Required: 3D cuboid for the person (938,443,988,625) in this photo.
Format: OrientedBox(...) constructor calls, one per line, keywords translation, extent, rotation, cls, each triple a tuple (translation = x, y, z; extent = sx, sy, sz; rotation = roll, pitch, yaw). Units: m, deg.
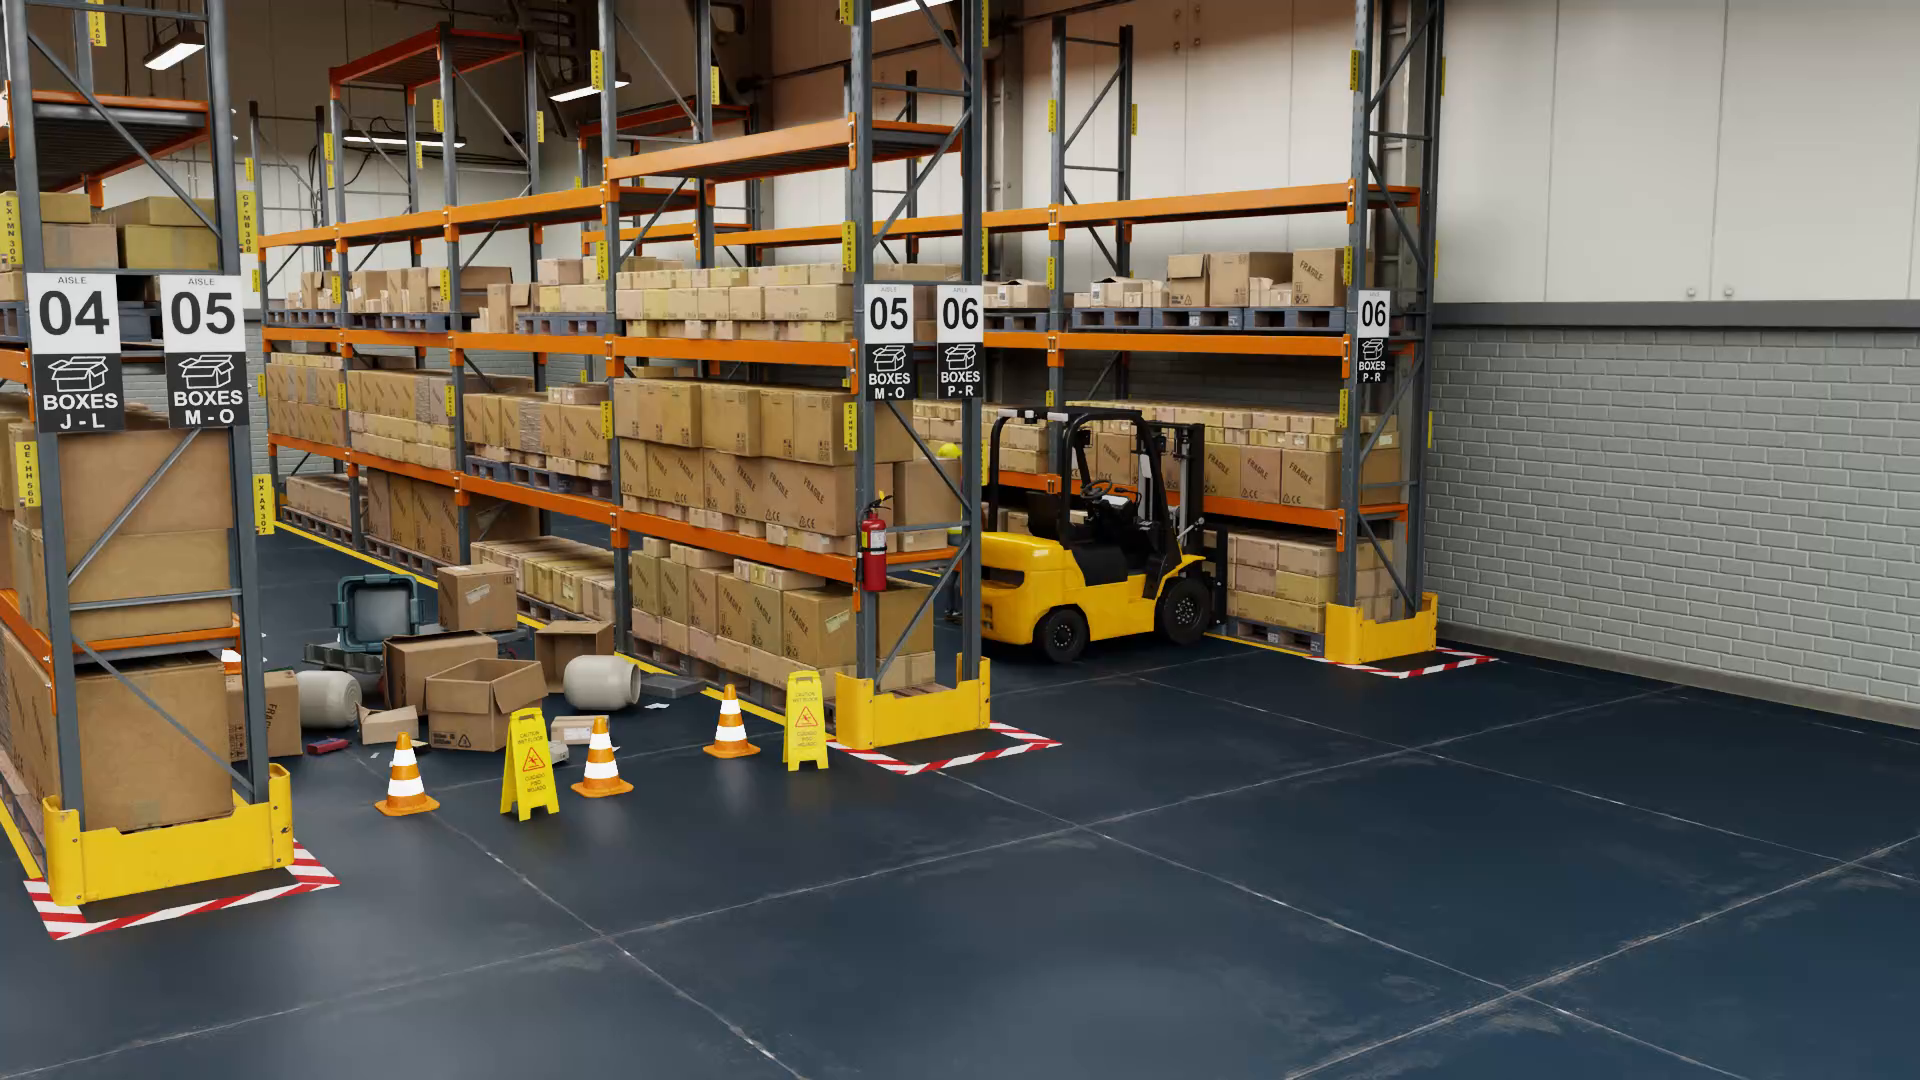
OrientedBox(translation=(0.029, -0.077, 16.302), extent=(0.577, 1.761, 0.502), rotation=(-6, 10, -36), cls="person")
